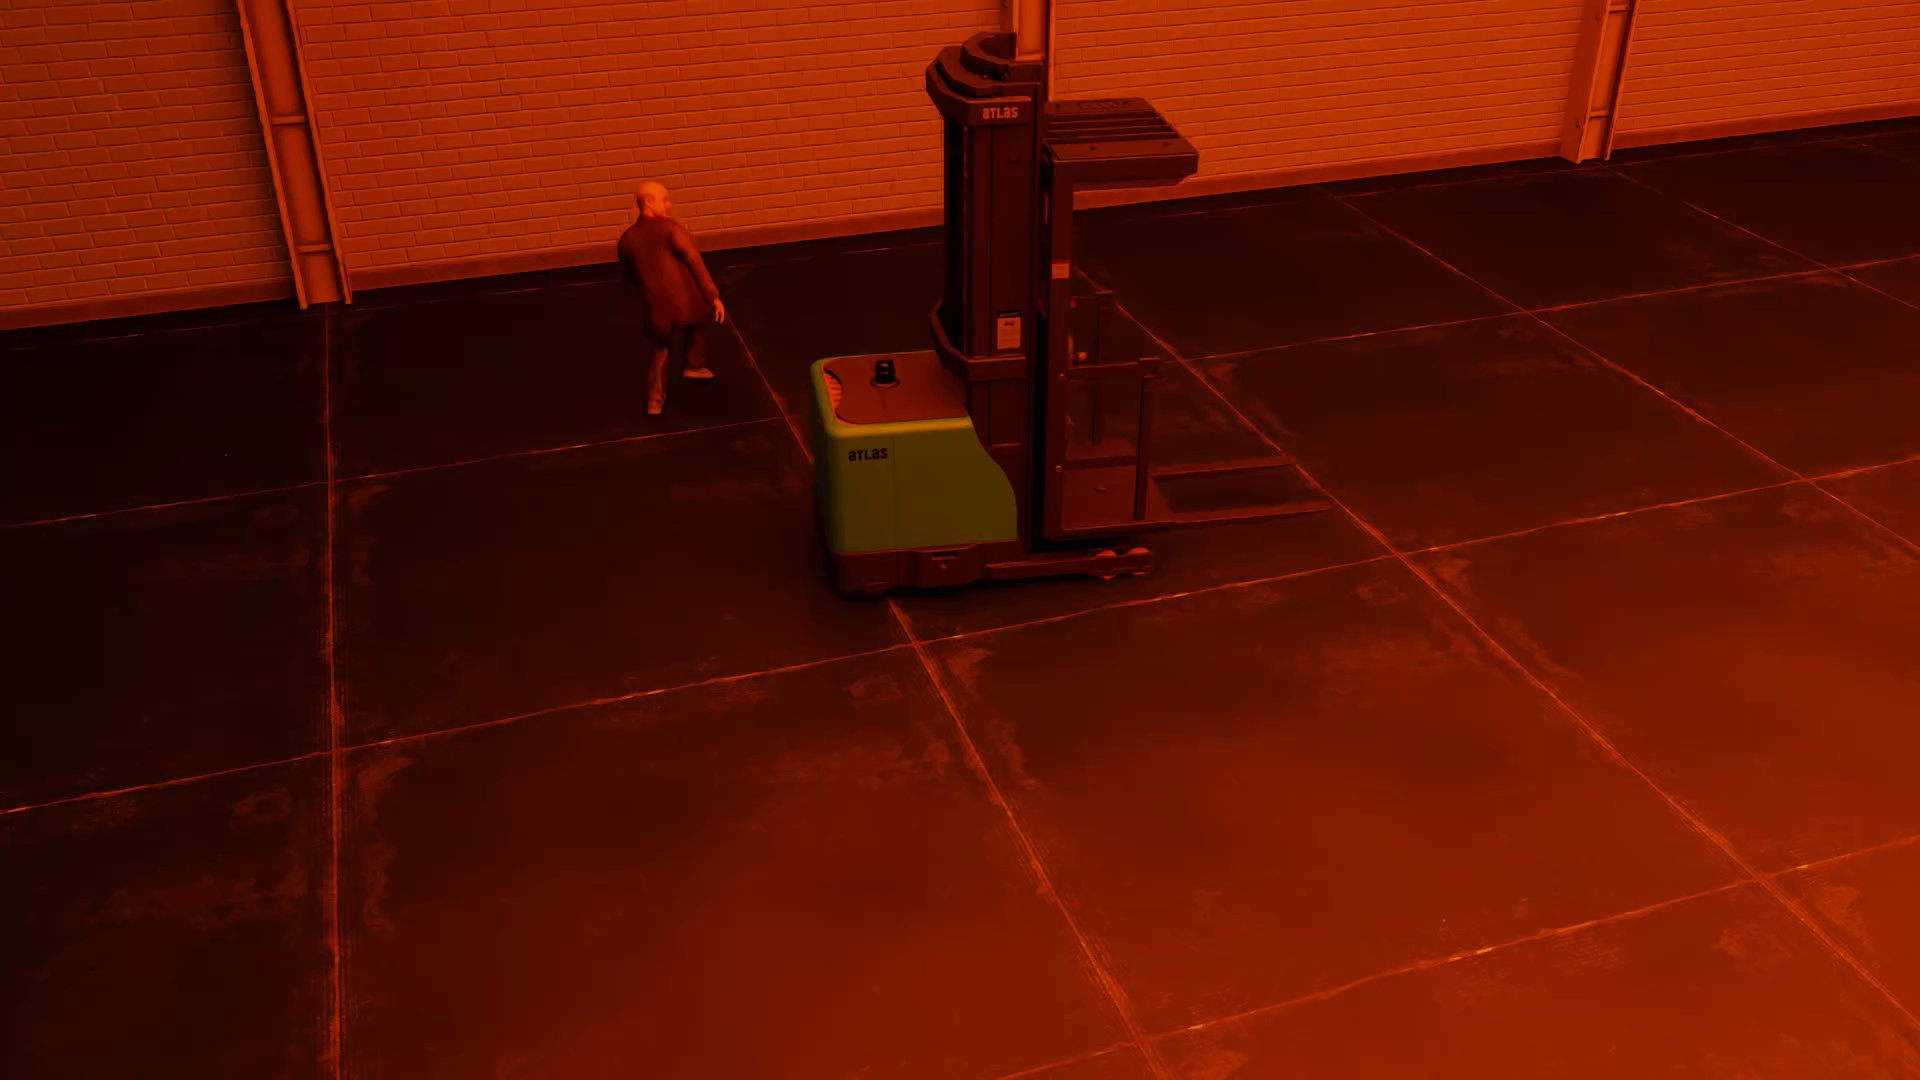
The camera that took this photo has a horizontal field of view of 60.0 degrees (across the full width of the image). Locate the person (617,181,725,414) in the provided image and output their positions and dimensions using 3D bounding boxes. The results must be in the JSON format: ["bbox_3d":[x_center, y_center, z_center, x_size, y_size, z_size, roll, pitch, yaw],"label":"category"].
[{"bbox_3d":[-1.927,-1.676,11.401,0.808,1.570,0.801,3,30,6],"label":"person"}]

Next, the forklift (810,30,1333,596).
[{"bbox_3d":[0.679,-1.298,9.343,3.031,2.935,1.130,-5,30,-9],"label":"forklift"}]
